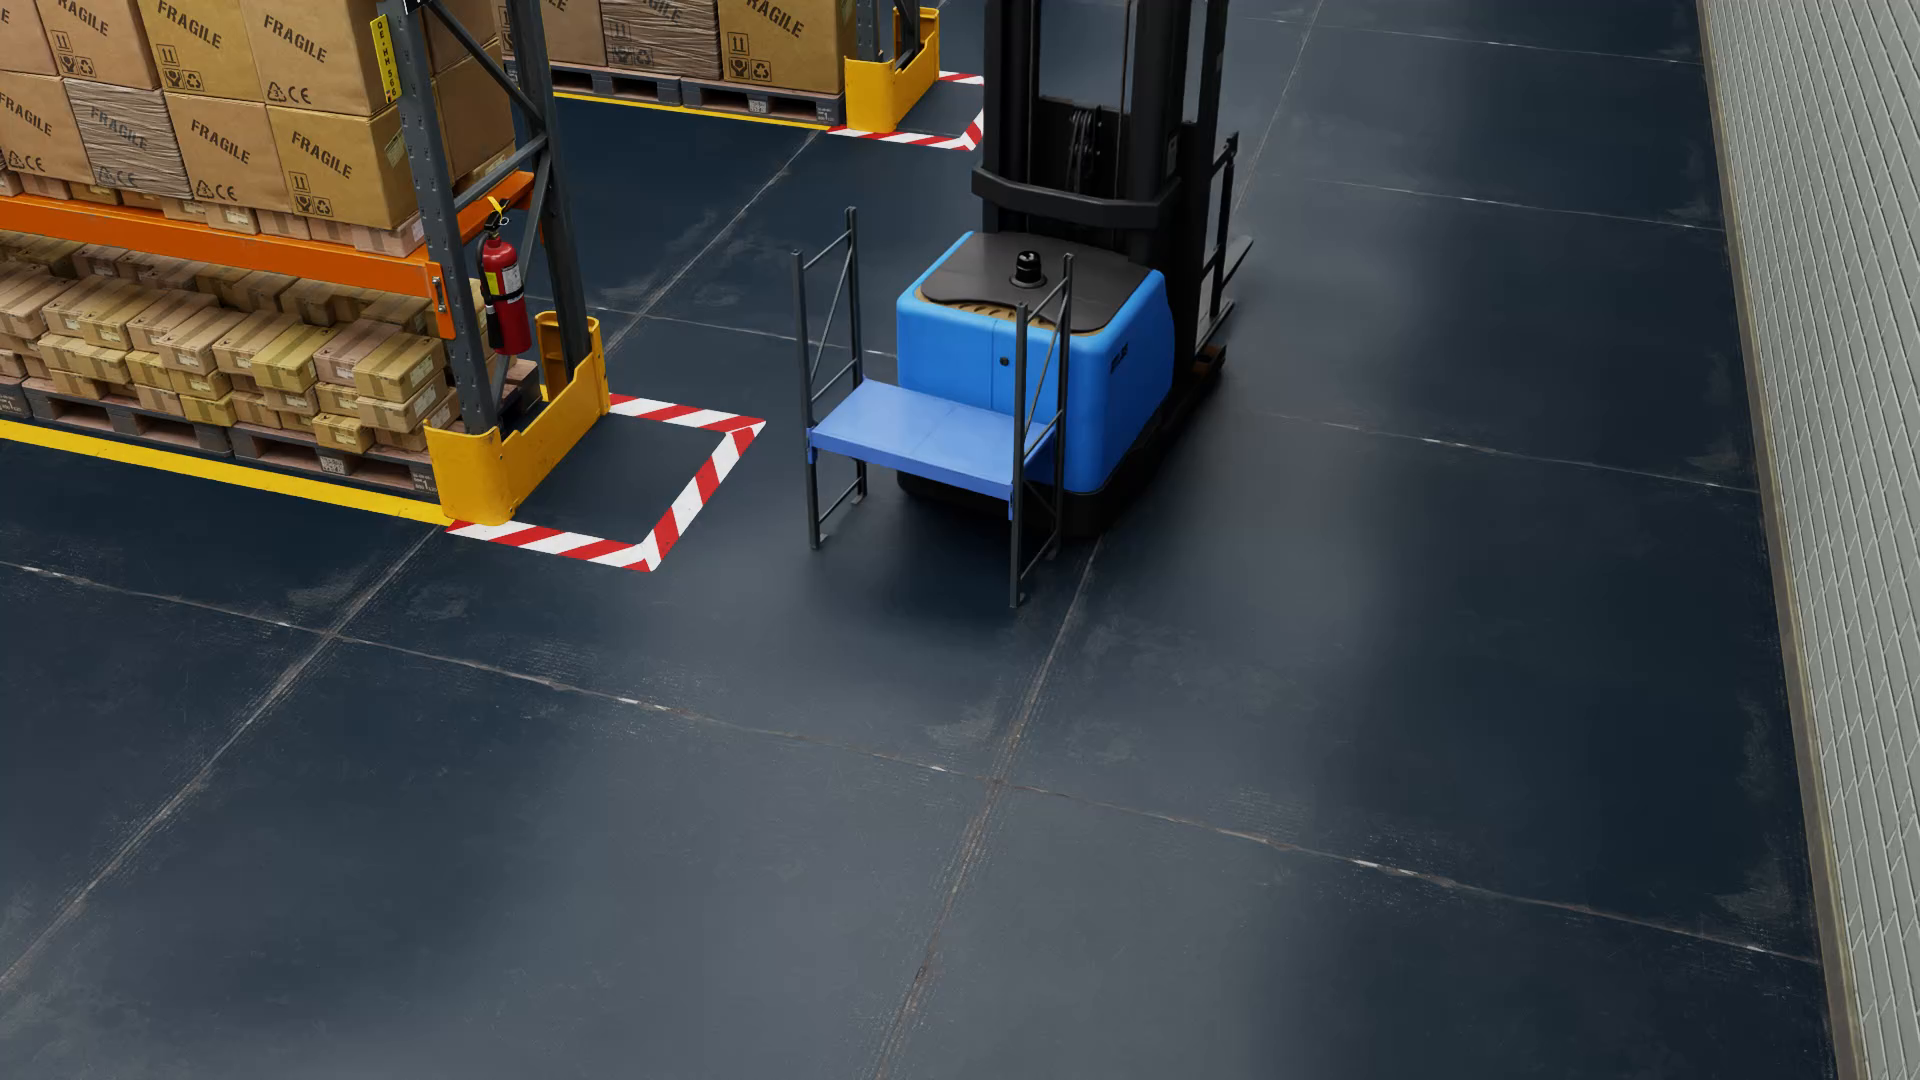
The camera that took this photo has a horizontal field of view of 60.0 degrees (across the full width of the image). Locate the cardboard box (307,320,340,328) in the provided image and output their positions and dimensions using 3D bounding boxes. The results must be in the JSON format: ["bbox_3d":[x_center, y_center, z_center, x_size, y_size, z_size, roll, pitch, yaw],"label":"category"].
[{"bbox_3d":[-3.214,-1.169,8.607,0.250,0.149,0.380,12,38,15],"label":"cardboard box"}]

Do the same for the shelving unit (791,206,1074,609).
[{"bbox_3d":[-0.114,-0.567,7.255,1.048,1.500,0.538,16,39,21],"label":"shelving unit"}]

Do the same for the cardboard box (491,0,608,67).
[{"bbox_3d":[-2.851,-4.098,12.225,0.875,0.875,0.875,10,38,14],"label":"cardboard box"}]

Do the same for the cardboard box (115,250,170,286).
[{"bbox_3d":[-4.207,-1.473,8.770,0.250,0.149,0.380,9,37,12],"label":"cardboard box"}]

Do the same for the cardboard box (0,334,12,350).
[{"bbox_3d":[-4.872,-1.147,8.577,0.250,0.149,0.380,9,37,12],"label":"cardboard box"}]

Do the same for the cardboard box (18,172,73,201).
[{"bbox_3d":[-4.177,-1.754,7.815,0.250,0.149,0.380,12,38,16],"label":"cardboard box"}]

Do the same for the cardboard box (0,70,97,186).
[{"bbox_3d":[-4.029,-1.976,7.569,0.500,0.500,0.500,12,38,16],"label":"cardboard box"}]

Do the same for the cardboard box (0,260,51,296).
[{"bbox_3d":[-4.867,-1.267,8.490,0.250,0.149,0.380,10,37,13],"label":"cardboard box"}]

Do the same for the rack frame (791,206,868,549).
[{"bbox_3d":[-0.571,-0.699,7.435,0.032,1.500,0.500,16,39,21],"label":"rack frame"}]

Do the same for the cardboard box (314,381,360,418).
[{"bbox_3d":[-2.896,-0.759,8.051,0.250,0.149,0.380,10,37,13],"label":"cardboard box"}]

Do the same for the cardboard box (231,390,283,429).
[{"bbox_3d":[-3.380,-0.726,8.256,0.250,0.149,0.380,11,38,14],"label":"cardboard box"}]

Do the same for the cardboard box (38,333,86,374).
[{"bbox_3d":[-4.395,-1.004,8.384,0.250,0.149,0.380,10,38,14],"label":"cardboard box"}]

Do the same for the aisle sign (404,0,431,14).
[{"bbox_3d":[-2.093,-2.474,6.388,0.004,0.787,0.394,10,38,14],"label":"aisle sign"}]

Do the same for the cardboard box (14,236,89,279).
[{"bbox_3d":[-4.754,-1.509,8.819,0.250,0.149,0.380,12,38,15],"label":"cardboard box"}]

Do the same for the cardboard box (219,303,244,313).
[{"bbox_3d":[-3.767,-1.187,8.632,0.250,0.149,0.380,12,38,16],"label":"cardboard box"}]

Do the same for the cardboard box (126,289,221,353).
[{"bbox_3d":[-3.882,-1.079,8.234,0.250,0.149,0.380,9,37,12],"label":"cardboard box"}]

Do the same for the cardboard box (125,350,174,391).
[{"bbox_3d":[-3.896,-0.913,8.260,0.250,0.149,0.380,12,38,16],"label":"cardboard box"}]

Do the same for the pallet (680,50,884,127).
[{"bbox_3d":[-1.285,-3.372,12.154,1.213,0.211,1.003,10,38,14],"label":"pallet"}]

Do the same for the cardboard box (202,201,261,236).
[{"bbox_3d":[-3.189,-1.539,7.523,0.250,0.149,0.380,11,38,15],"label":"cardboard box"}]

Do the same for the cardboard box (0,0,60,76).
[{"bbox_3d":[-4.073,-2.381,7.276,0.500,0.500,0.500,9,37,12],"label":"cardboard box"}]

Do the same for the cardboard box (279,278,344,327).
[{"bbox_3d":[-3.235,-1.250,8.467,0.250,0.149,0.380,9,37,12],"label":"cardboard box"}]

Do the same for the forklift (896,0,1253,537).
[{"bbox_3d":[0.780,-2.058,8.073,1.130,2.935,3.031,15,39,20],"label":"forklift"}]

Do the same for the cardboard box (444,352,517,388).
[{"bbox_3d":[-2.478,-0.905,8.499,0.250,0.149,0.380,11,38,15],"label":"cardboard box"}]

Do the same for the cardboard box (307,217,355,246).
[{"bbox_3d":[-2.695,-1.472,7.431,0.250,0.149,0.380,10,38,14],"label":"cardboard box"}]

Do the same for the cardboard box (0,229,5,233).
[{"bbox_3d":[-5.219,-1.639,8.996,0.250,0.149,0.380,11,38,14],"label":"cardboard box"}]

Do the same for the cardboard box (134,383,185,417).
[{"bbox_3d":[-3.897,-0.795,8.351,0.250,0.149,0.380,11,38,15],"label":"cardboard box"}]

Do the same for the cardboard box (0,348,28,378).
[{"bbox_3d":[-4.876,-1.014,8.648,0.250,0.149,0.380,10,37,13],"label":"cardboard box"}]

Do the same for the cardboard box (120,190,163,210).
[{"bbox_3d":[-3.672,-1.684,7.720,0.250,0.149,0.380,9,37,12],"label":"cardboard box"}]

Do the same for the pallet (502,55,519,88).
[{"bbox_3d":[-3.614,-3.804,12.740,1.213,0.211,1.003,10,38,14],"label":"pallet"}]

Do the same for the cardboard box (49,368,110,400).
[{"bbox_3d":[-4.389,-0.885,8.473,0.250,0.149,0.380,10,37,13],"label":"cardboard box"}]

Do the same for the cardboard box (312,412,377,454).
[{"bbox_3d":[-2.914,-0.594,8.078,0.250,0.149,0.380,12,38,15],"label":"cardboard box"}]

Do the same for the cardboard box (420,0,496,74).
[{"bbox_3d":[-2.423,-2.402,7.305,0.500,0.500,0.500,10,38,14],"label":"cardboard box"}]

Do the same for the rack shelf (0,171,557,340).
[{"bbox_3d":[-3.982,-1.674,8.101,4.000,0.370,1.077,10,38,14],"label":"rack shelf"}]

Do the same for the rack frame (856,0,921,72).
[{"bbox_3d":[-0.498,-4.399,11.196,0.127,3.000,1.000,10,38,14],"label":"rack frame"}]

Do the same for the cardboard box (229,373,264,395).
[{"bbox_3d":[-3.385,-0.879,8.214,0.250,0.149,0.380,10,38,13],"label":"cardboard box"}]

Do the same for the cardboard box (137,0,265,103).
[{"bbox_3d":[-3.068,-2.202,7.033,0.500,0.500,0.500,9,37,12],"label":"cardboard box"}]

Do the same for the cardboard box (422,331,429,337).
[{"bbox_3d":[-2.742,-1.069,8.472,0.250,0.149,0.380,10,38,14],"label":"cardboard box"}]

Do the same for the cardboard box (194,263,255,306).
[{"bbox_3d":[-3.734,-1.377,8.639,0.250,0.149,0.380,11,38,15],"label":"cardboard box"}]

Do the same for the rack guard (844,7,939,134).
[{"bbox_3d":[-0.475,-3.388,11.931,0.348,0.500,1.175,10,38,14],"label":"rack guard"}]

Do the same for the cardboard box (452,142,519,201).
[{"bbox_3d":[-2.285,-1.752,7.811,0.250,0.149,0.380,10,38,14],"label":"cardboard box"}]

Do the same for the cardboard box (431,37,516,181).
[{"bbox_3d":[-2.420,-2.006,7.609,0.500,0.500,0.500,12,38,16],"label":"cardboard box"}]

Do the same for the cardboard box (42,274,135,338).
[{"bbox_3d":[-4.364,-1.175,8.364,0.250,0.149,0.380,9,37,12],"label":"cardboard box"}]

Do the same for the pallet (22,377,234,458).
[{"bbox_3d":[-4.072,-0.881,8.769,1.213,0.211,1.003,10,38,14],"label":"pallet"}]

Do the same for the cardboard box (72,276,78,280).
[{"bbox_3d":[-4.763,-1.404,8.927,0.250,0.149,0.380,11,38,14],"label":"cardboard box"}]

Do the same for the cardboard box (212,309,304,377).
[{"bbox_3d":[-3.390,-0.953,8.063,0.250,0.149,0.380,9,37,12],"label":"cardboard box"}]

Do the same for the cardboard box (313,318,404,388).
[{"bbox_3d":[-2.877,-0.898,7.988,0.250,0.149,0.380,11,38,15],"label":"cardboard box"}]

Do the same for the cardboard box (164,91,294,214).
[{"bbox_3d":[-3.069,-1.798,7.327,0.500,0.500,0.500,10,37,13],"label":"cardboard box"}]

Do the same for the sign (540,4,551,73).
[{"bbox_3d":[-1.912,-2.266,7.568,0.005,0.325,0.100,10,38,14],"label":"sign"}]

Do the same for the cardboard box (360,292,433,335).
[{"bbox_3d":[-2.771,-1.136,8.312,0.250,0.149,0.380,11,38,15],"label":"cardboard box"}]

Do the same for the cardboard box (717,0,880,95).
[{"bbox_3d":[-1.133,-3.780,11.793,0.875,0.875,0.875,10,38,14],"label":"cardboard box"}]
